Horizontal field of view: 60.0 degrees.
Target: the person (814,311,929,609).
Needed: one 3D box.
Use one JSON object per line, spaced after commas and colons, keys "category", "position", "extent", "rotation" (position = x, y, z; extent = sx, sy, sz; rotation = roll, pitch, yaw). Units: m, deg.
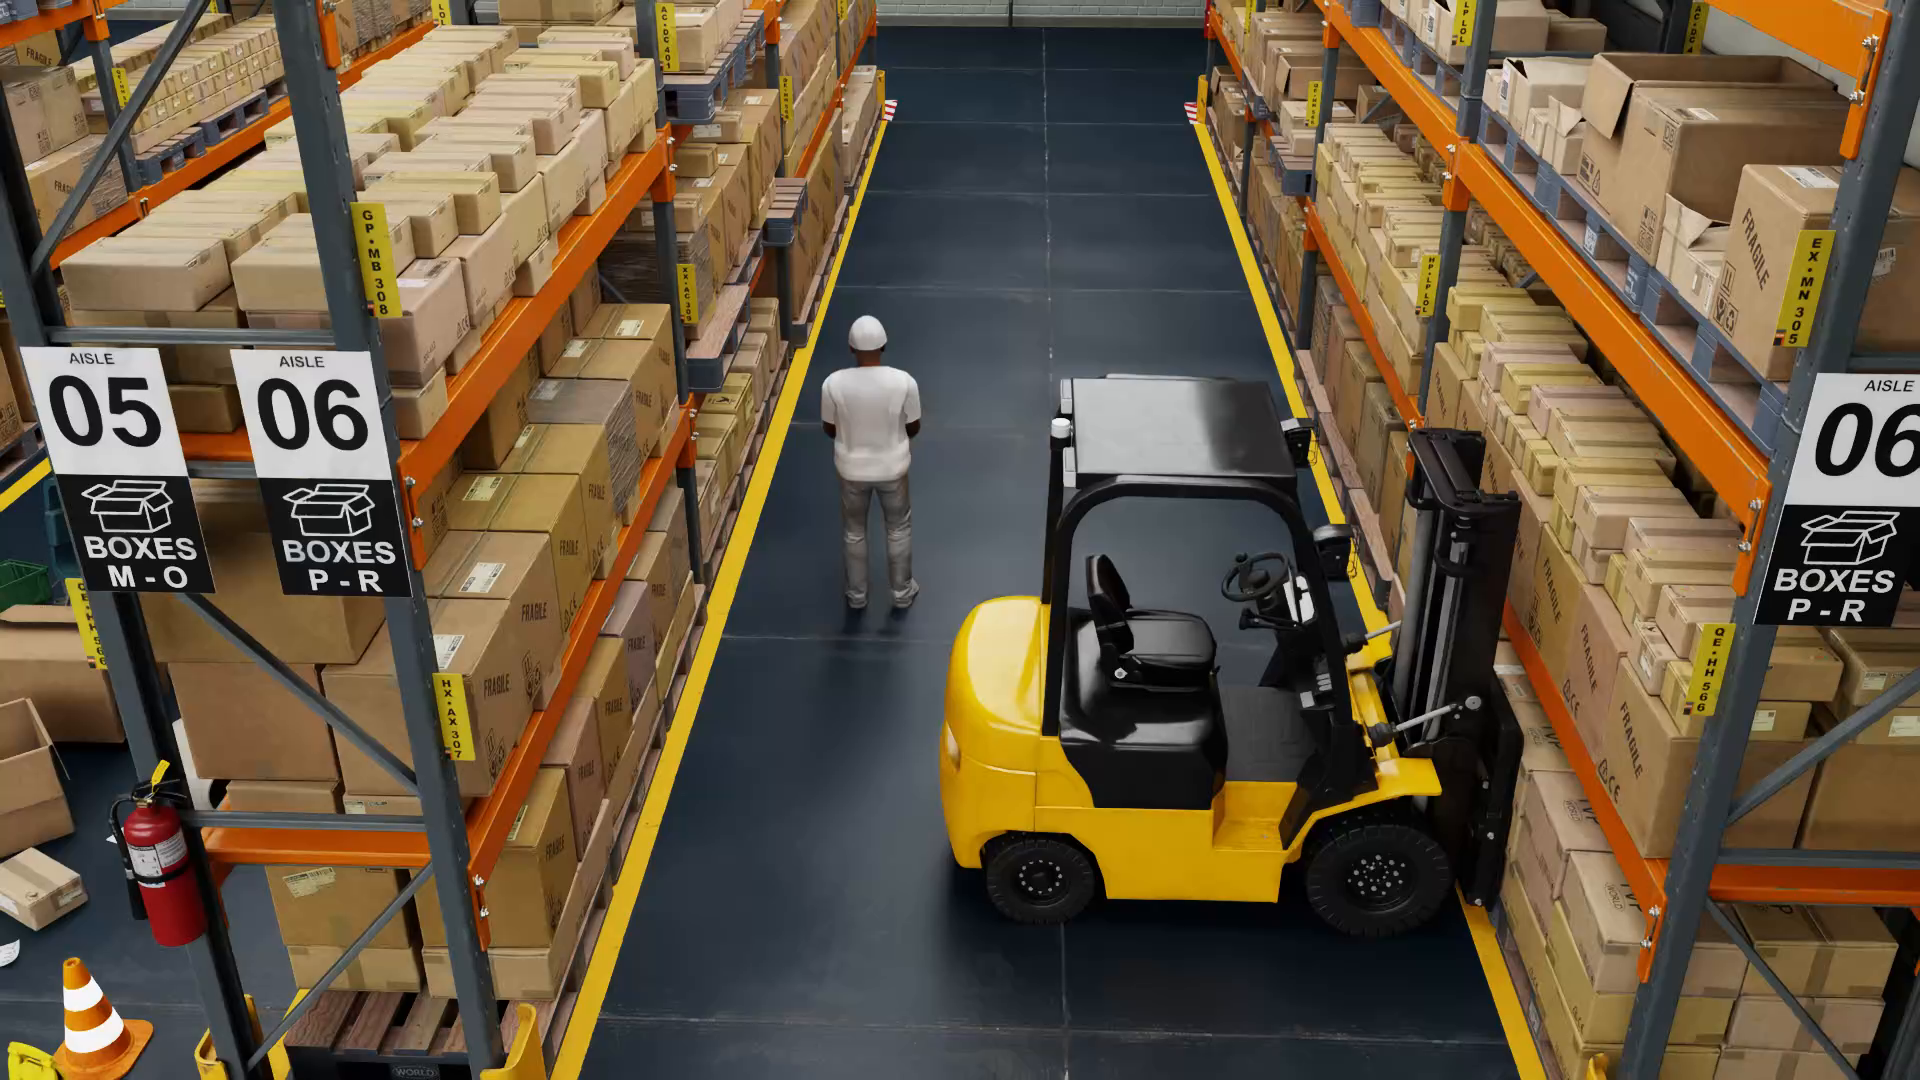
{"category": "person", "position": [-0.497, -0.434, 9.425], "extent": [0.638, 1.761, 0.458], "rotation": [-1, 28, -2]}
